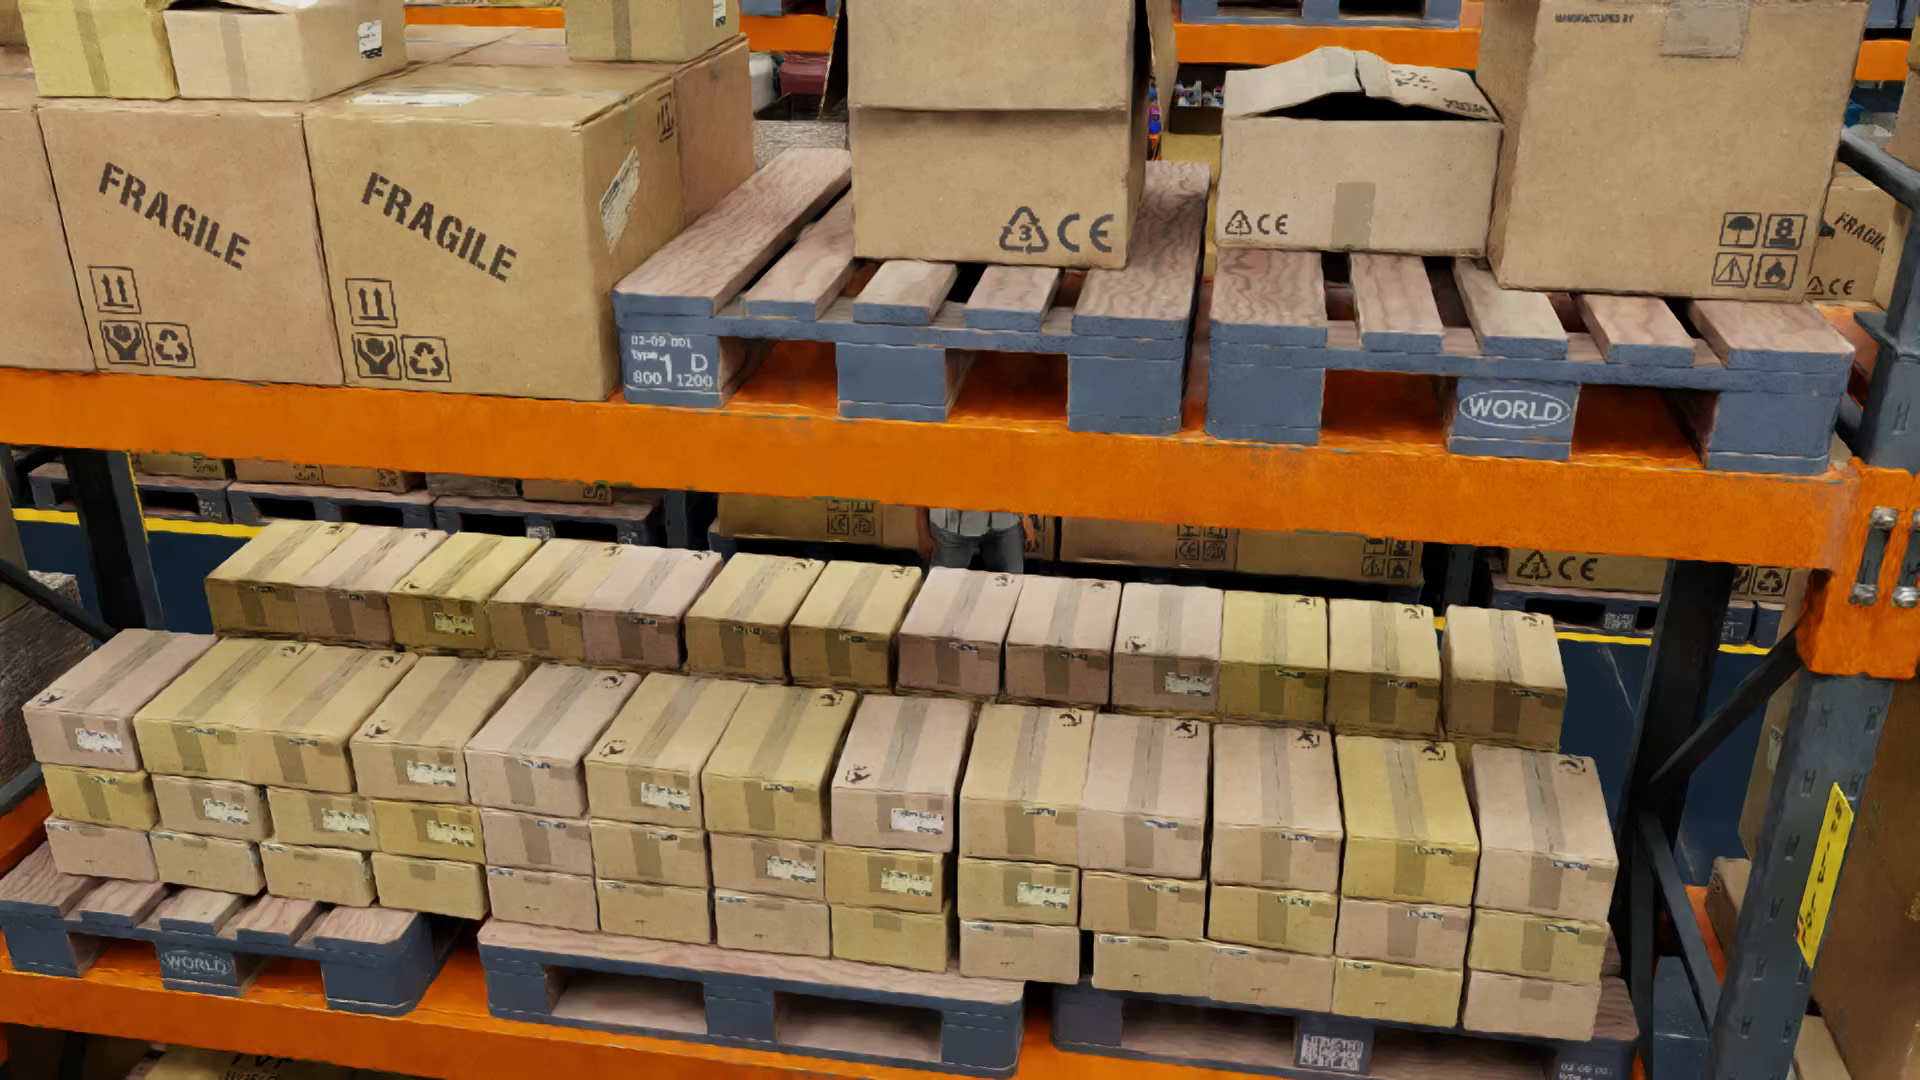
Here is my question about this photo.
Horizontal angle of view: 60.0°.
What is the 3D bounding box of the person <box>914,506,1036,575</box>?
[{"bbox_3d":[0.049,-0.049,7.155,0.546,1.673,0.462,-8,26,-17],"label":"person"}]
